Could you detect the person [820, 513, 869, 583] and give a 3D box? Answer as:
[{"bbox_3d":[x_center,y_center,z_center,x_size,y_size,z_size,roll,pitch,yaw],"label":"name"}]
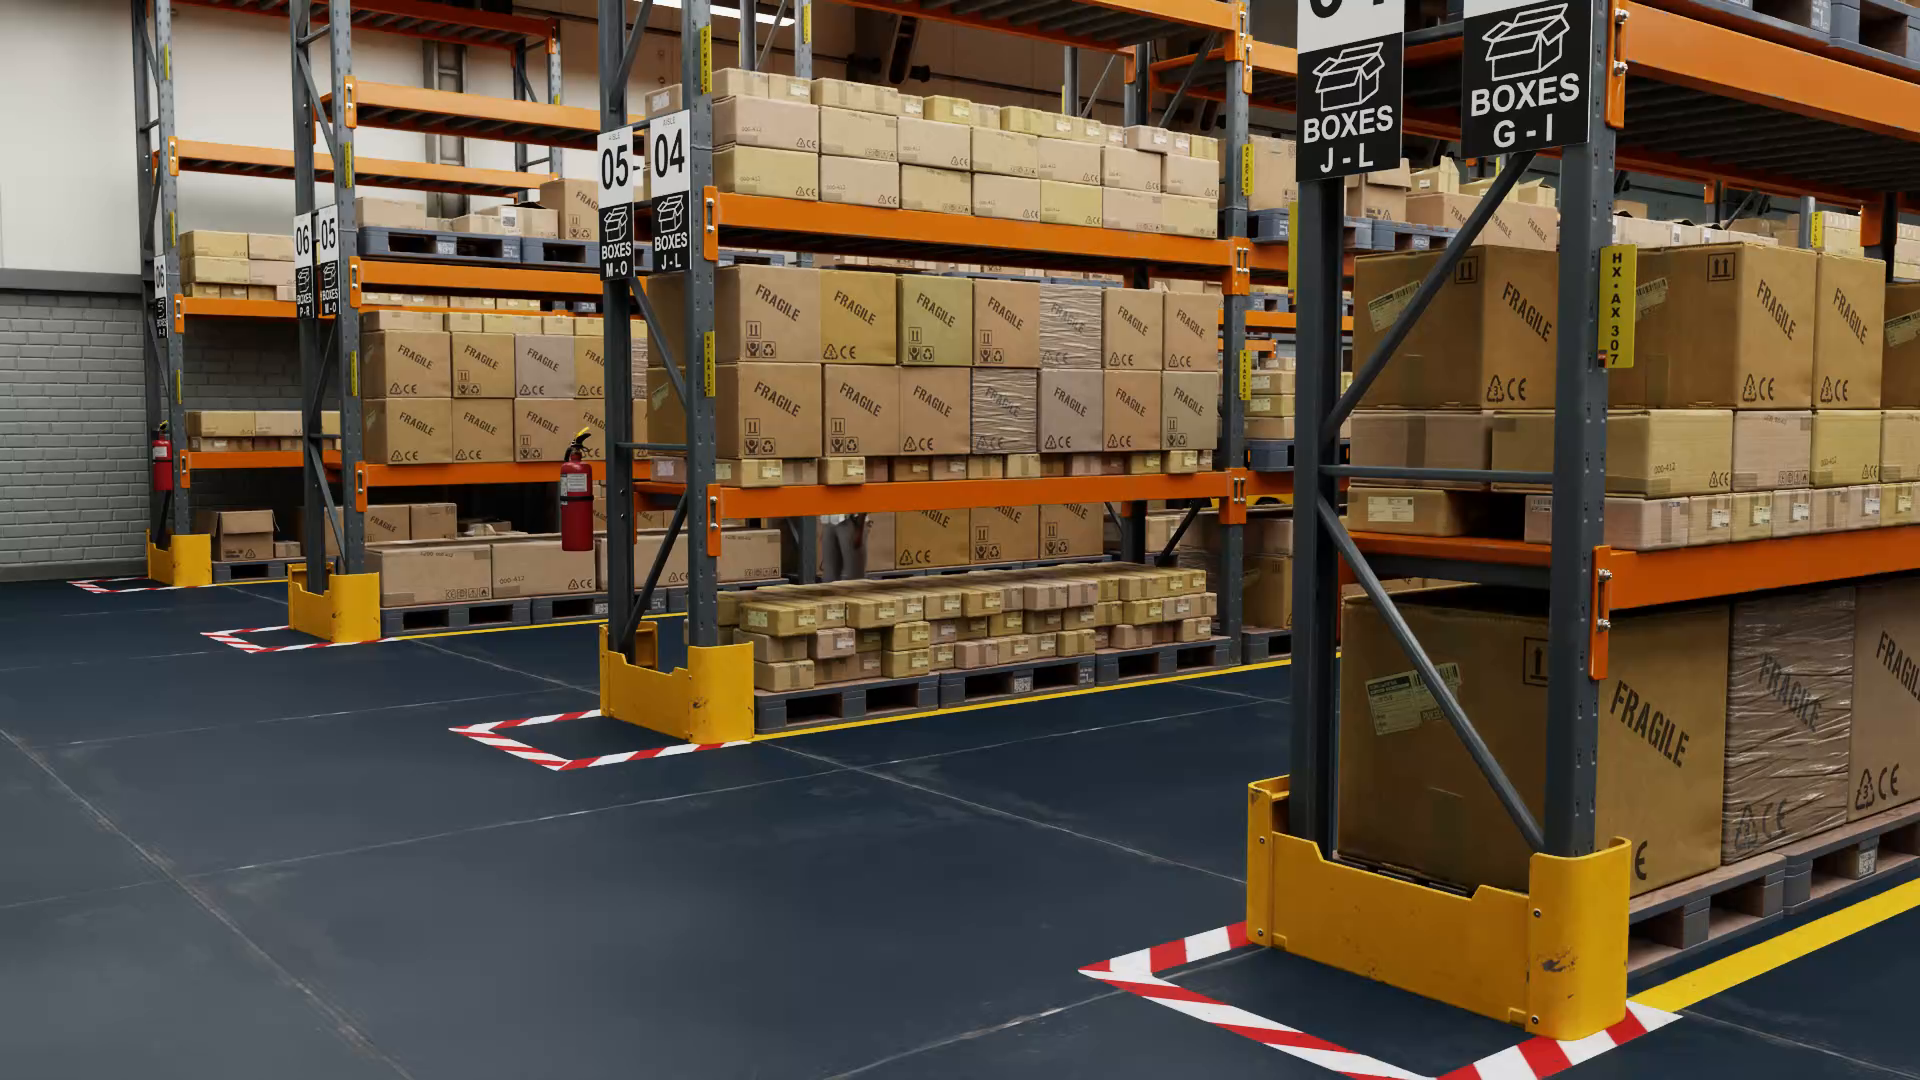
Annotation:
[{"bbox_3d":[-0.843,-0.058,12.278,0.404,1.745,0.442,-3,6,-38],"label":"person"}]
